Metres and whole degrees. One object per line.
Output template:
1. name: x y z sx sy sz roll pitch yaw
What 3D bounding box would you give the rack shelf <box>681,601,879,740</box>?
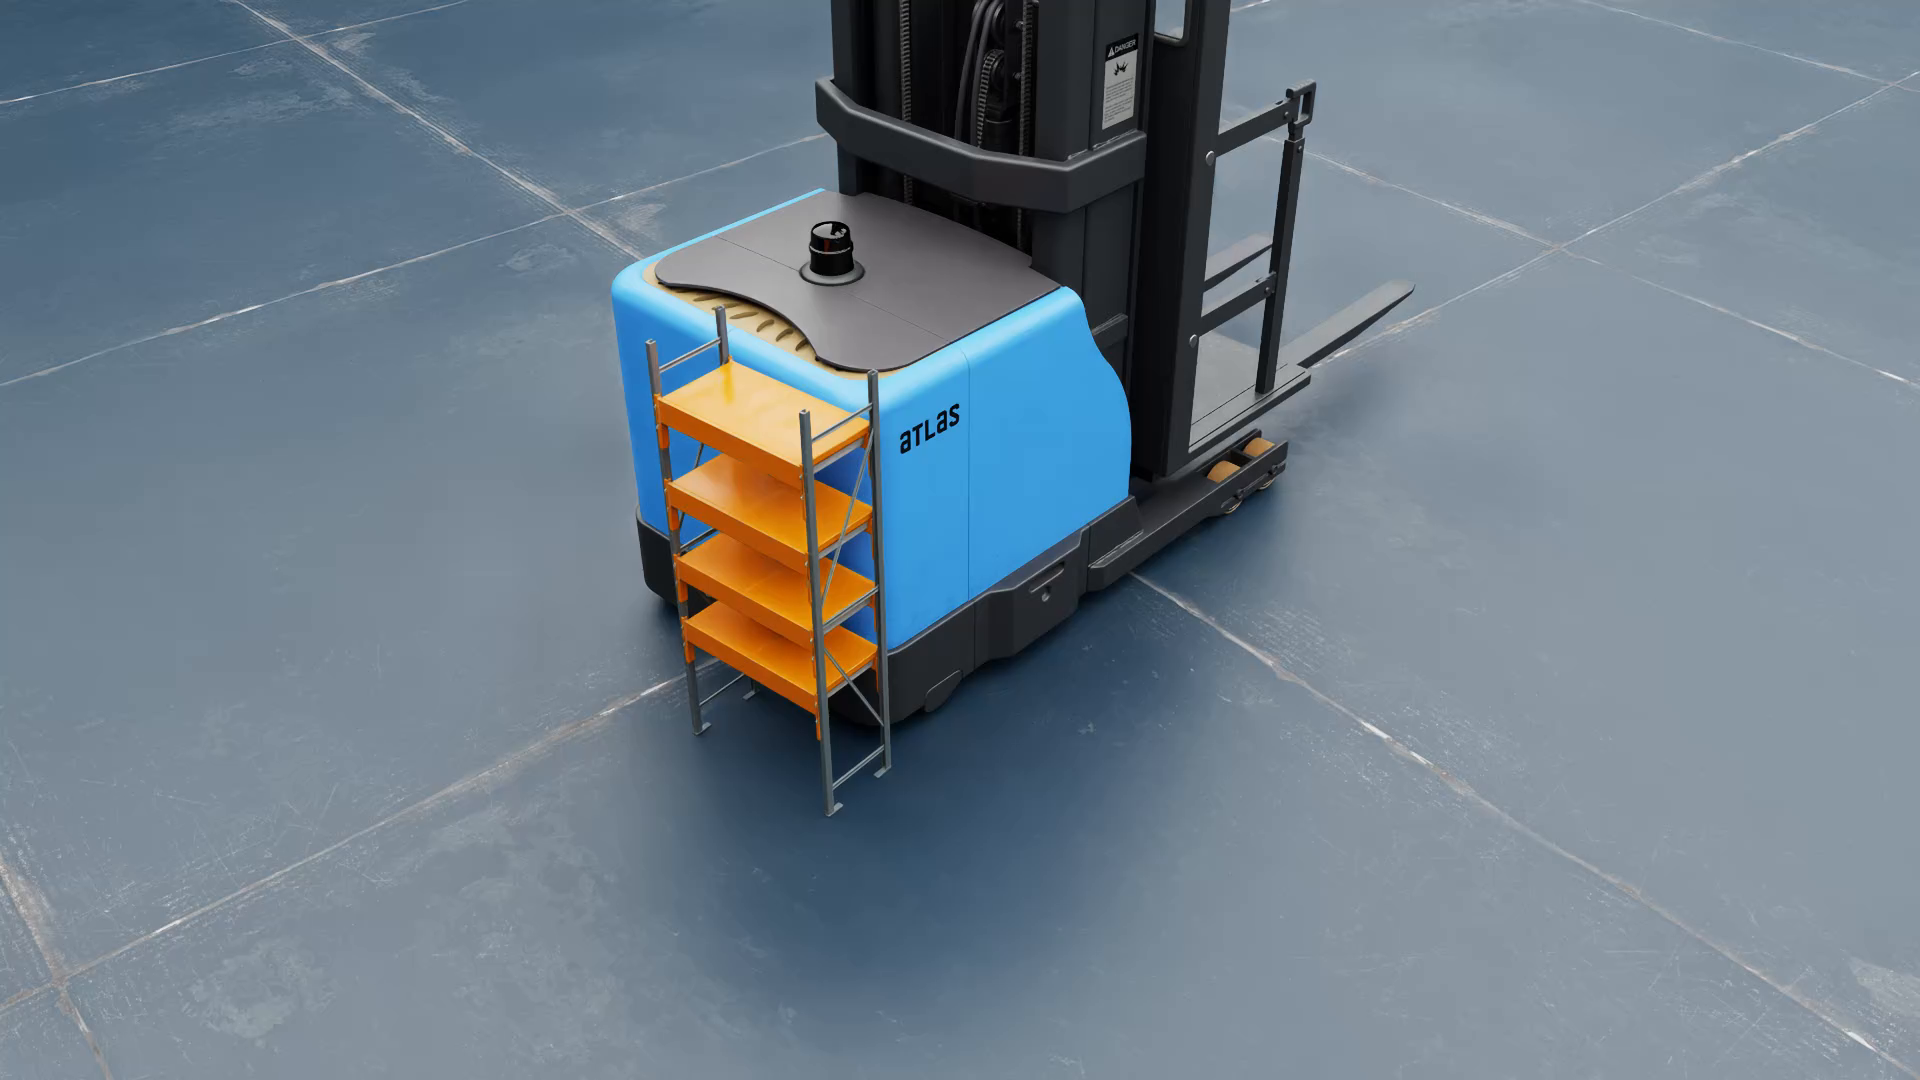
1. rack shelf: -0.452 0.292 4.260 0.480 0.148 0.258 25 43 31

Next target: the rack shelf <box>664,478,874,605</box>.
1. rack shelf: -0.452 -0.053 4.016 0.480 0.148 0.258 25 43 31

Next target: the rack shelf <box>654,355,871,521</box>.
1. rack shelf: -0.452 -0.246 3.879 0.480 0.148 0.258 25 43 31

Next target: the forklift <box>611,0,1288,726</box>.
1. forklift: 0.057 -1.205 4.471 1.129 2.867 1.939 28 44 34

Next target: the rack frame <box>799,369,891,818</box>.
1. rack frame: -0.264 0.164 3.980 0.015 1.200 0.240 25 43 31

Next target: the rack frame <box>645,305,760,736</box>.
1. rack frame: -0.641 -0.015 4.233 0.015 1.200 0.240 25 43 31

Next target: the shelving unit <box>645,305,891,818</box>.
1. shelving unit: -0.452 0.075 4.106 0.503 1.200 0.258 25 43 31

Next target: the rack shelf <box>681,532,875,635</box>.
1. rack shelf: -0.452 0.098 4.123 0.457 0.050 0.221 25 43 31
